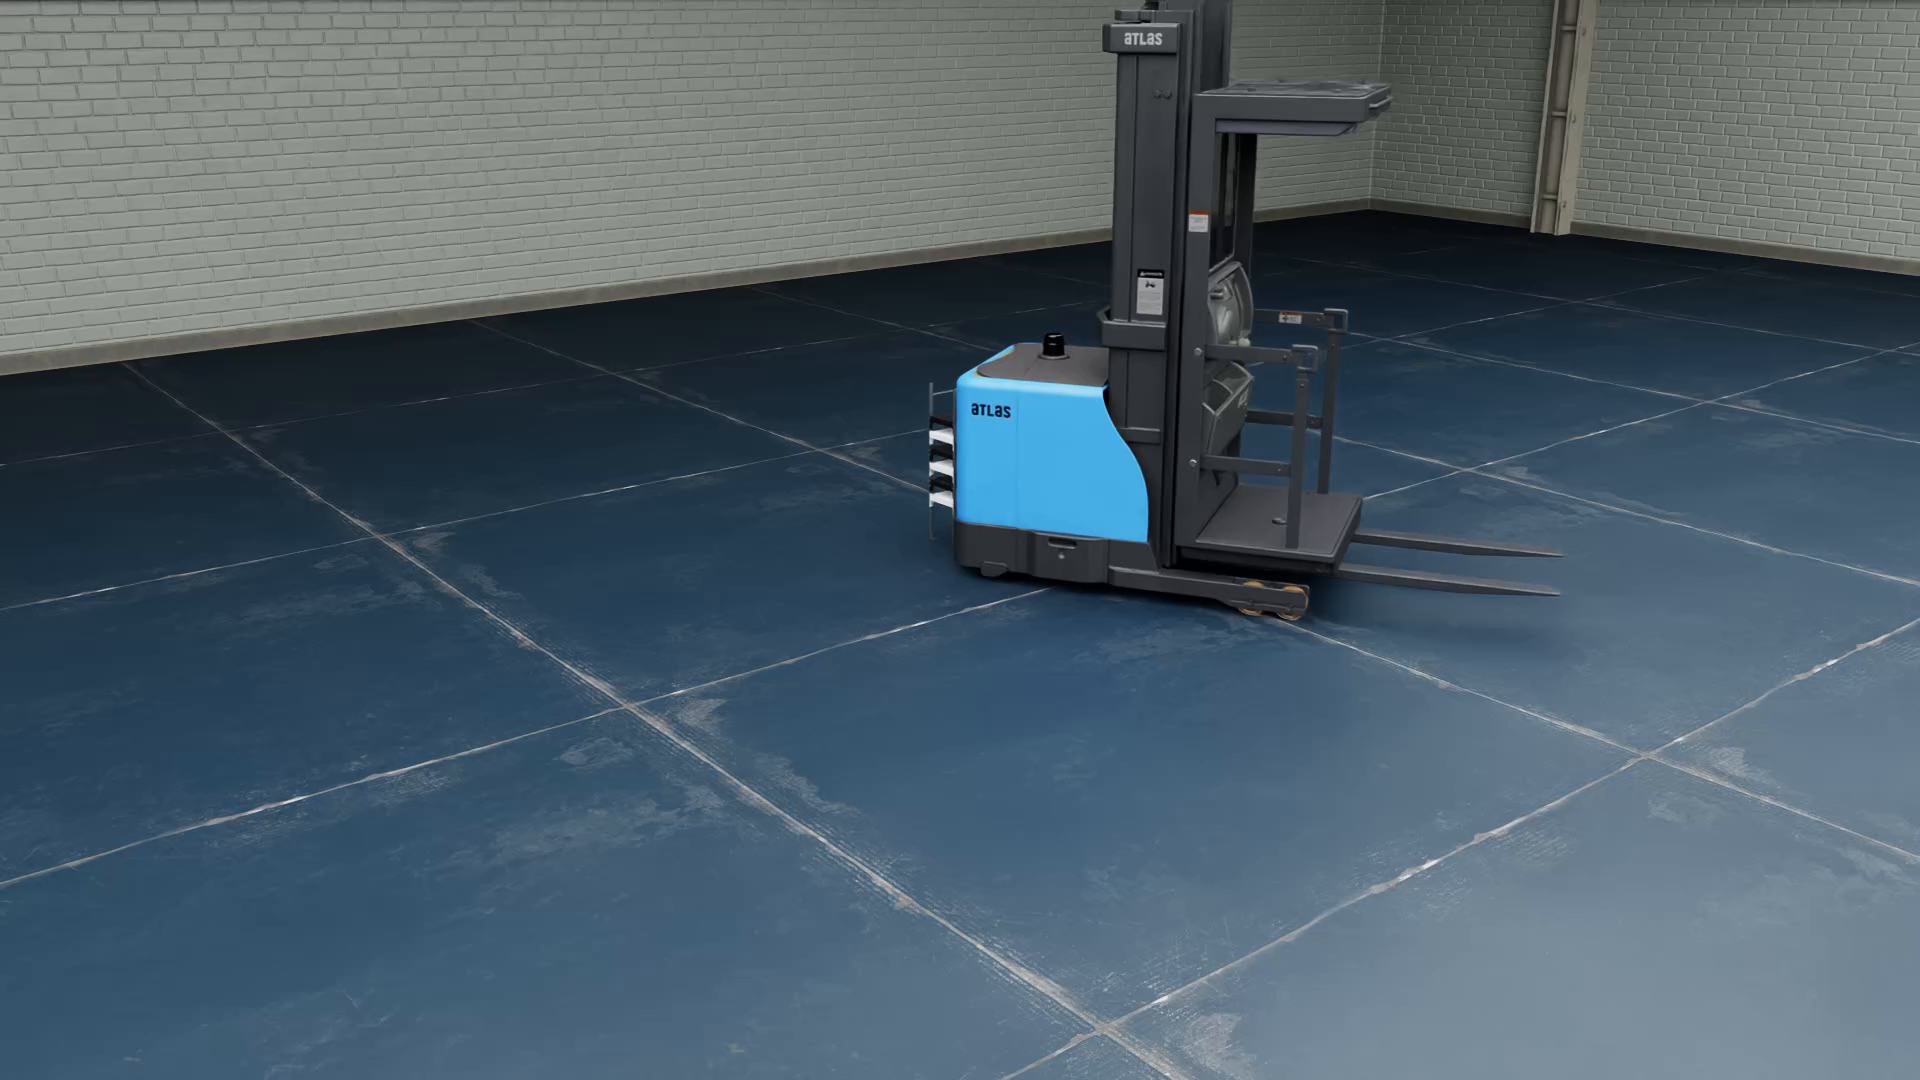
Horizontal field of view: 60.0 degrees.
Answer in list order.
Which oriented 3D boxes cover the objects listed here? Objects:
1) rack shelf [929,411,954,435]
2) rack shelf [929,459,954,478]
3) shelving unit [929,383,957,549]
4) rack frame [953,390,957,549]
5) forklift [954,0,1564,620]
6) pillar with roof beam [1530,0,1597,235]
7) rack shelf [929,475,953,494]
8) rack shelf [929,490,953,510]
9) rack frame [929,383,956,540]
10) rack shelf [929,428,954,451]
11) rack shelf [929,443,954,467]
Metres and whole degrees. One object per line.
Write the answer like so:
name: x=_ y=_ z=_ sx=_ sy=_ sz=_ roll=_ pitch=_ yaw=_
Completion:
rack shelf: x=-0.009 y=-0.651 z=9.142 sx=0.258 sy=0.077 sz=0.200 roll=-15 pitch=23 yaw=-38
rack shelf: x=-0.010 y=-0.395 z=9.227 sx=0.258 sy=0.077 sz=0.200 roll=-15 pitch=23 yaw=-38
shelving unit: x=-0.010 y=-0.426 z=9.216 sx=0.258 sy=0.900 sz=0.210 roll=-15 pitch=23 yaw=-38
rack frame: x=0.057 y=-0.402 z=9.143 sx=0.240 sy=0.900 sz=0.006 roll=-15 pitch=23 yaw=-38
forklift: x=1.539 y=-1.185 z=8.279 sx=3.031 sy=2.935 sz=1.130 roll=7 pitch=19 yaw=19
pillar with roof beam: x=4.147 y=-7.349 z=17.240 sx=9.100 sy=9.000 sz=0.400 roll=-14 pitch=23 yaw=-36
rack shelf: x=-0.010 y=-0.309 z=9.255 sx=0.258 sy=0.077 sz=0.200 roll=-15 pitch=23 yaw=-38
rack shelf: x=-0.010 y=-0.224 z=9.283 sx=0.258 sy=0.077 sz=0.200 roll=-15 pitch=23 yaw=-38
rack frame: x=-0.076 y=-0.450 z=9.289 sx=0.240 sy=0.900 sz=0.006 roll=-15 pitch=23 yaw=-38
rack shelf: x=-0.009 y=-0.566 z=9.170 sx=0.258 sy=0.077 sz=0.200 roll=-15 pitch=23 yaw=-38
rack shelf: x=-0.009 y=-0.480 z=9.199 sx=0.258 sy=0.077 sz=0.200 roll=-15 pitch=23 yaw=-38
